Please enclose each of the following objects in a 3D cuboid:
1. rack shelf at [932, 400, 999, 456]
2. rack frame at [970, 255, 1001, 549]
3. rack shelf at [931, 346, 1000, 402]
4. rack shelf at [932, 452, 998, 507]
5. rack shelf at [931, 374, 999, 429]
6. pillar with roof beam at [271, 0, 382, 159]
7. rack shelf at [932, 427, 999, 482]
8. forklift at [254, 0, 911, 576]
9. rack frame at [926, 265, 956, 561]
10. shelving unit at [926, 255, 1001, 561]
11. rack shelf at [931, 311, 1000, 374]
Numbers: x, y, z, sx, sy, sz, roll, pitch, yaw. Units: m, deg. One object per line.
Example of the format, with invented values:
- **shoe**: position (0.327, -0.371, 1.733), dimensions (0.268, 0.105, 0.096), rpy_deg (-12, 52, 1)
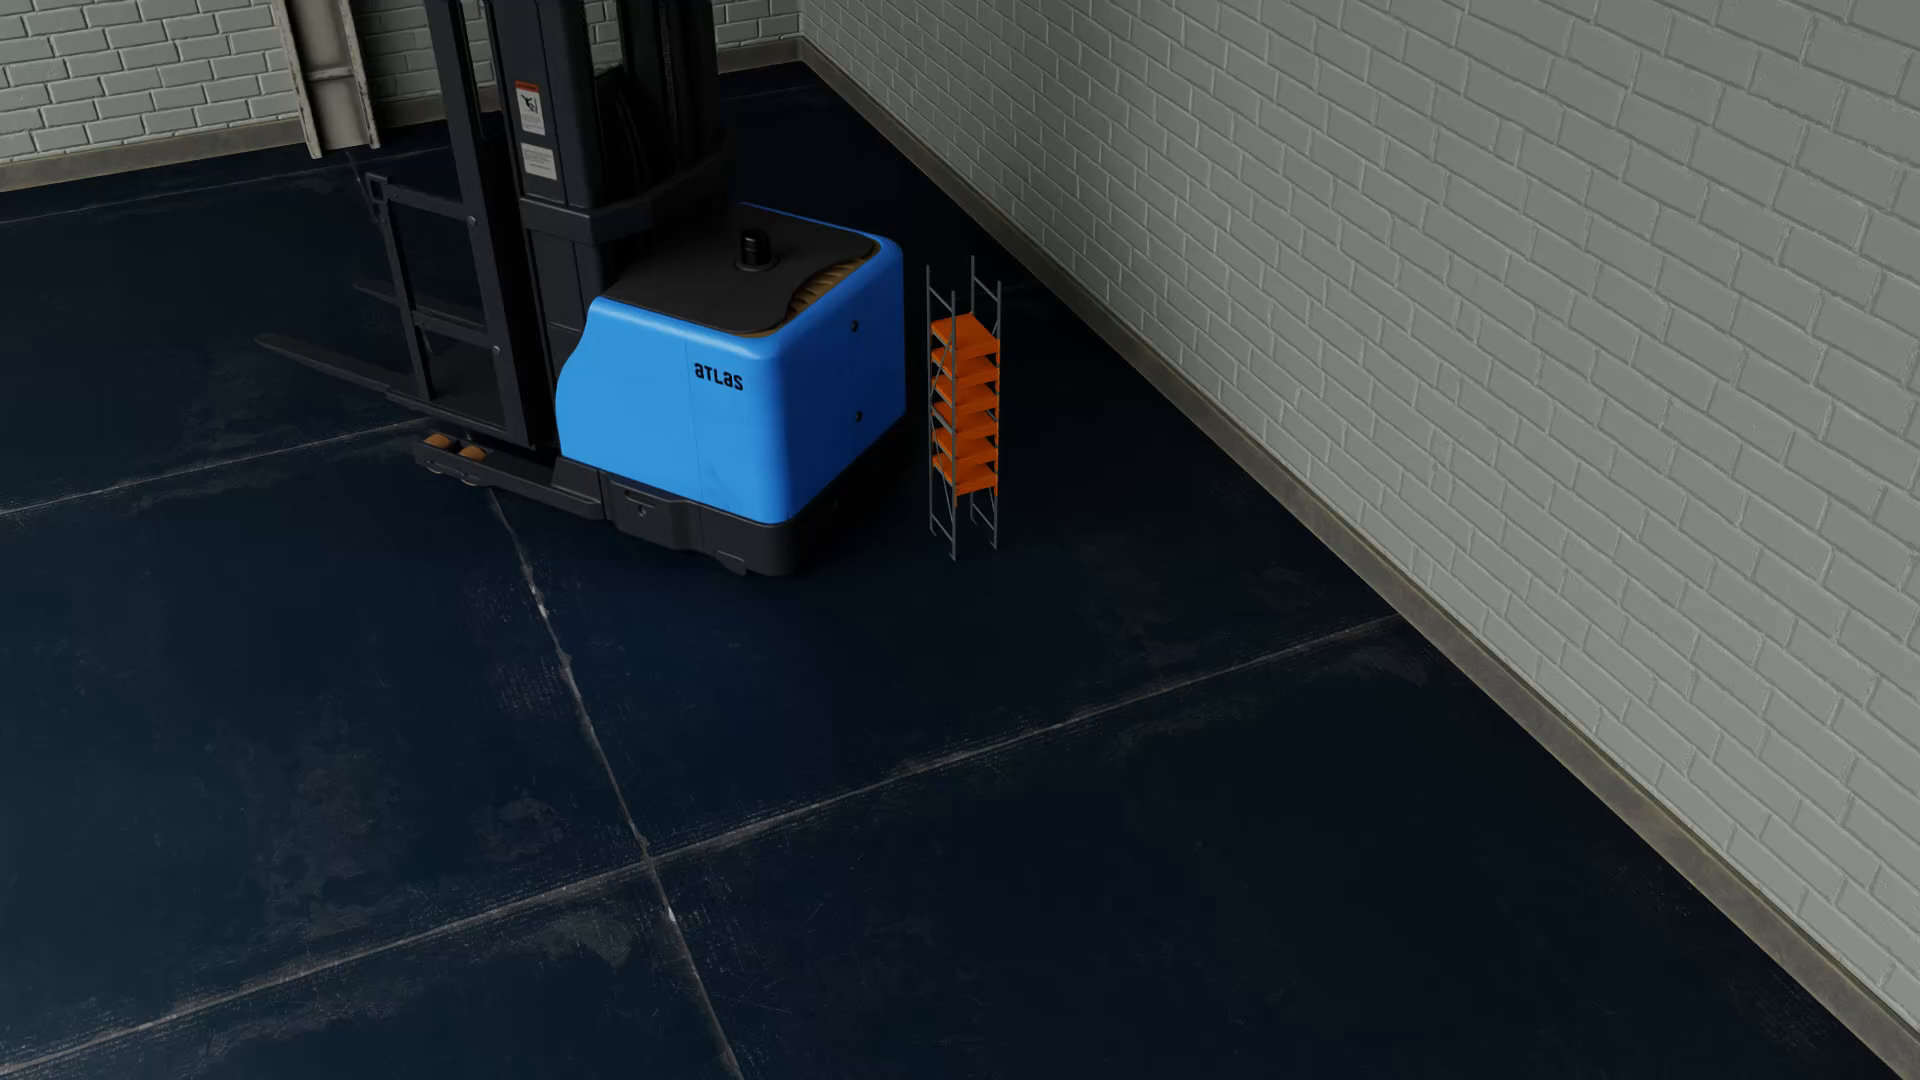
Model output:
- **rack shelf**: position (0.013, -0.450, 6.424), dimensions (0.180, 0.103, 0.258), rpy_deg (-16, 39, -20)
- **rack frame**: position (0.096, -0.509, 6.429), dimensions (0.006, 1.200, 0.240), rpy_deg (-16, 39, -20)
- **rack shelf**: position (0.013, -0.643, 6.281), dimensions (0.180, 0.103, 0.258), rpy_deg (-16, 39, -20)
- **rack shelf**: position (0.013, -0.257, 6.567), dimensions (0.180, 0.103, 0.258), rpy_deg (-16, 39, -20)
- **rack shelf**: position (0.013, -0.546, 6.352), dimensions (0.180, 0.103, 0.258), rpy_deg (-16, 39, -20)
- **pillar with roof beam**: position (-1.860, -3.665, 4.137), dimensions (0.400, 9.000, 9.100), rpy_deg (-16, 39, -20)
- **rack shelf**: position (0.013, -0.354, 6.495), dimensions (0.180, 0.103, 0.258), rpy_deg (-16, 39, -20)
- **forklift**: position (-1.751, -1.663, 6.532), dimensions (3.031, 2.935, 1.130), rpy_deg (18, 40, 23)
- **rack frame**: position (-0.070, -0.462, 6.366), dimensions (0.006, 1.200, 0.240), rpy_deg (-16, 39, -20)
- **shelving unit**: position (0.013, -0.486, 6.398), dimensions (0.189, 1.200, 0.258), rpy_deg (-16, 39, -20)
- **rack shelf**: position (0.013, -0.739, 6.210), dimensions (0.180, 0.103, 0.258), rpy_deg (-16, 39, -20)
